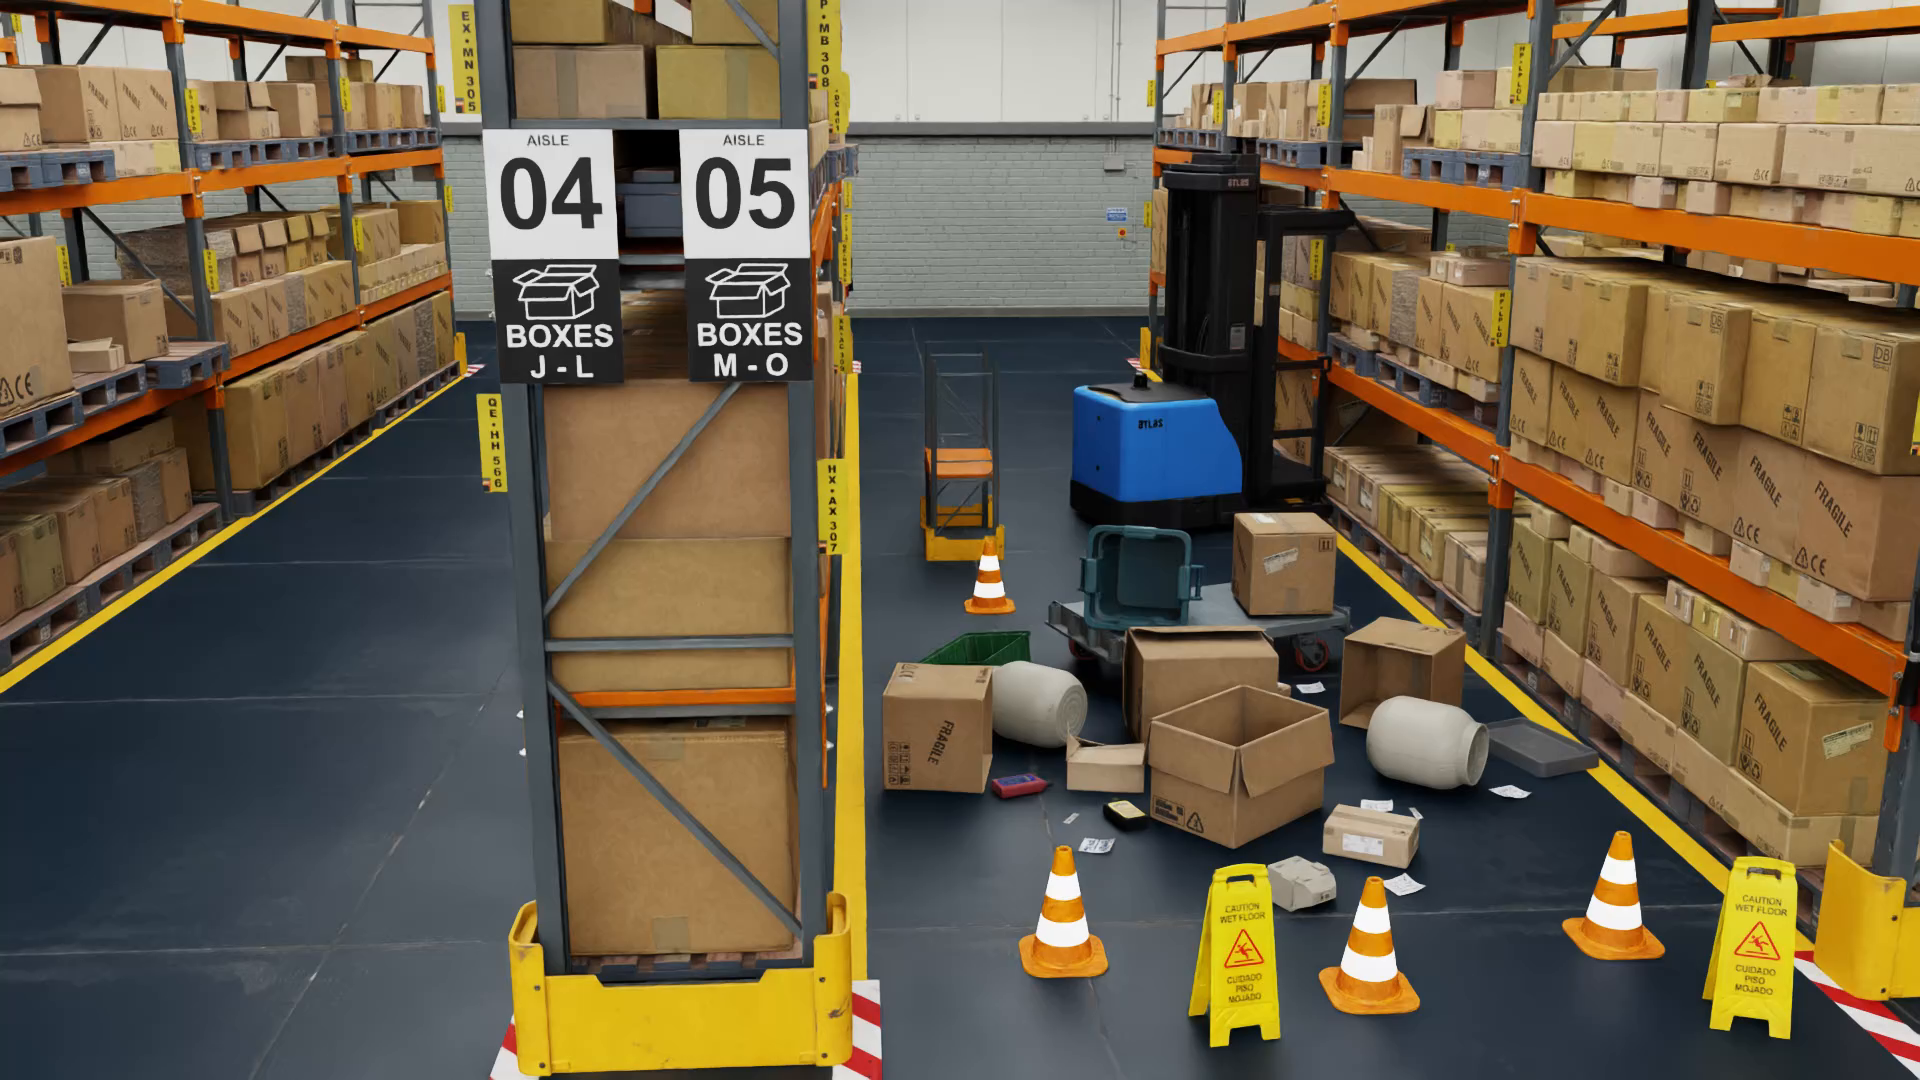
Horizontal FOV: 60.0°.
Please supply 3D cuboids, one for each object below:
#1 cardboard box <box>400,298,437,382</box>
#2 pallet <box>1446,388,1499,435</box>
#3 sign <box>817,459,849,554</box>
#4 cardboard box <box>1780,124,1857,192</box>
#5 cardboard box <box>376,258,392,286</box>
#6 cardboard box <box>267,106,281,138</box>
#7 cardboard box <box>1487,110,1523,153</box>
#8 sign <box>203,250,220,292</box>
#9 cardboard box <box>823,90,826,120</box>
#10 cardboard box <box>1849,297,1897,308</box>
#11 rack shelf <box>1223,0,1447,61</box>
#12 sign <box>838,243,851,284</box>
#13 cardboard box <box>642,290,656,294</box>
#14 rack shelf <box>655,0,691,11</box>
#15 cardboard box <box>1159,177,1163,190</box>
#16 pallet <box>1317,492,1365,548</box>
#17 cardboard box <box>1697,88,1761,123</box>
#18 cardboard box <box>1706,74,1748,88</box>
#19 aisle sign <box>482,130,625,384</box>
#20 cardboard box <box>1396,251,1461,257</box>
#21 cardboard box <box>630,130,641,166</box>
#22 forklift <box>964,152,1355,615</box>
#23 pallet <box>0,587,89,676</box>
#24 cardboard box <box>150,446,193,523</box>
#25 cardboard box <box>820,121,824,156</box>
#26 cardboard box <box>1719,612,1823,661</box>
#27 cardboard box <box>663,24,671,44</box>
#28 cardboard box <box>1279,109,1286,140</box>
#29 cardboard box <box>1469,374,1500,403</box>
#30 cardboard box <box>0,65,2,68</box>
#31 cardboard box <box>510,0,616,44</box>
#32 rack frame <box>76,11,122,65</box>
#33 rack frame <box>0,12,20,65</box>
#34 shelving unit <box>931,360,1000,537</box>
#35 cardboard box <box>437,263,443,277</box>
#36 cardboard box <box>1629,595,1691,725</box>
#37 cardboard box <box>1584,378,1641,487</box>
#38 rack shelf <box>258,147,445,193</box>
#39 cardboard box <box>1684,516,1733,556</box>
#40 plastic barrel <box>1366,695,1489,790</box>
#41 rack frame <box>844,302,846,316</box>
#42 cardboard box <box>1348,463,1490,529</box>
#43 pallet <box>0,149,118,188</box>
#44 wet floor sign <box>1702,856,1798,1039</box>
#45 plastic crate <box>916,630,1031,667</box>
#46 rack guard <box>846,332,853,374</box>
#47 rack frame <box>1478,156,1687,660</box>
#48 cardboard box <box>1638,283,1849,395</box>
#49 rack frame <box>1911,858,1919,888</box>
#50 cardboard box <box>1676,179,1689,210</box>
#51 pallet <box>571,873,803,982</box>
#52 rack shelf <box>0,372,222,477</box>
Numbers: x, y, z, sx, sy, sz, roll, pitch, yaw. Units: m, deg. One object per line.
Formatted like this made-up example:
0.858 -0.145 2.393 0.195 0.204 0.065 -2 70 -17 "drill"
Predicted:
-6.748 -2.364 19.614 0.875 0.875 0.875 -1 14 -3 "cardboard box"
3.808 -0.842 10.662 1.003 0.211 1.213 -1 14 -3 "pallet"
-0.422 -0.110 5.540 0.100 0.325 0.005 -1 14 -3 "sign"
3.641 -1.520 6.598 0.500 0.250 0.500 -1 14 -4 "cardboard box"
-6.469 -2.895 17.962 0.500 0.250 0.500 -1 14 -4 "cardboard box"
-6.698 -3.917 15.548 0.500 0.311 0.500 -1 14 -5 "cardboard box"
3.530 -2.469 10.039 0.500 0.250 0.500 -1 14 -5 "cardboard box"
-5.887 -2.117 13.070 0.100 0.325 0.005 -1 14 -3 "sign"
-0.906 -2.172 8.090 0.500 0.250 0.500 -1 14 -4 "cardboard box"
7.993 -2.054 14.650 0.380 0.149 0.250 -1 14 -2 "cardboard box"
3.339 -4.598 15.082 1.077 0.370 4.000 -1 14 -3 "rack shelf"
-0.918 -2.205 13.255 0.100 0.325 0.005 -1 14 -3 "sign"
-1.235 -1.144 8.984 0.875 0.550 0.550 -1 14 -3 "cardboard box"
-1.348 -3.501 10.821 1.077 0.370 4.000 -1 14 -3 "rack shelf"
2.713 -4.481 20.912 0.380 0.149 0.250 -1 14 -2 "cardboard box"
3.510 -0.192 13.349 1.003 0.211 1.213 -1 14 -3 "pallet"
3.514 -1.925 7.372 0.380 0.149 0.250 -1 14 -2 "cardboard box"
7.839 -4.657 17.117 0.396 0.266 0.258 -1 14 -4 "cardboard box"
-1.271 -0.883 5.219 0.394 0.787 0.004 -1 14 -3 "aisle sign"
3.768 -2.024 13.233 0.500 0.500 0.500 -1 14 -5 "cardboard box"
-1.366 -1.433 6.015 0.380 0.149 0.250 -1 14 -3 "cardboard box"
1.889 -1.410 12.625 4.859 2.935 2.543 -5 15 -20 "forklift"
-6.230 0.568 10.396 1.003 0.211 1.213 -1 14 -3 "pallet"
-6.367 -0.420 12.773 0.700 0.500 0.500 -2 15 -6 "cardboard box"
-0.772 -1.696 7.039 0.380 0.149 0.250 -1 14 -3 "cardboard box"
3.559 0.418 7.250 0.380 0.149 0.250 0 14 -2 "cardboard box"
-1.446 -2.135 7.147 0.380 0.149 0.250 -1 14 -4 "cardboard box"
3.028 -3.665 14.658 0.396 0.266 0.258 -1 14 -5 "cardboard box"
3.403 -0.948 10.351 0.380 0.149 0.250 -1 14 -3 "cardboard box"
-6.590 -2.955 11.268 0.500 0.500 0.500 -1 14 -5 "cardboard box"
-1.335 -1.693 5.428 0.380 0.149 0.250 -1 14 -3 "cardboard box"
-6.425 -4.489 12.415 0.949 2.616 0.053 -1 14 -3 "rack frame"
-11.867 -6.402 19.851 1.000 3.000 0.127 -1 14 -3 "rack frame"
0.007 -0.697 12.726 0.500 1.500 0.985 -1 14 -3 "shelving unit"
-6.555 -3.304 20.351 0.380 0.149 0.250 -1 14 -3 "cardboard box"
3.589 0.567 7.973 0.500 0.500 0.500 -1 14 -5 "cardboard box"
3.532 -0.571 8.429 0.500 0.500 0.500 -1 14 -4 "cardboard box"
-6.800 -4.180 18.678 1.077 0.370 4.000 -1 14 -3 "rack shelf"
3.573 -0.032 7.637 0.380 0.149 0.250 -1 14 -4 "cardboard box"
2.319 1.010 8.251 0.512 0.421 0.421 10 18 35 "plastic barrel"
-1.967 -3.625 21.095 1.000 3.000 0.127 -1 14 -3 "rack frame"
3.542 -0.344 12.773 0.950 0.372 0.625 -1 14 -5 "cardboard box"
-6.180 -2.364 10.551 1.213 0.211 1.003 -1 14 -3 "pallet"
2.902 1.457 6.070 0.267 0.644 0.232 4 15 16 "wet floor sign"
0.095 0.716 9.750 0.450 0.188 0.662 -4 11 28 "plastic crate"
-1.962 -2.396 21.333 1.175 0.500 0.348 -1 14 -3 "rack guard"
3.711 -0.742 9.891 1.000 3.000 0.127 -1 14 -3 "rack frame"
3.658 -0.925 7.798 0.700 0.500 0.500 -1 14 -4 "cardboard box"
3.962 0.253 6.025 0.949 2.616 0.053 -1 14 -3 "rack frame"
3.580 -1.608 7.739 0.380 0.149 0.250 -1 14 -3 "cardboard box"
-1.103 1.507 6.746 1.003 0.211 1.213 -1 14 -3 "pallet"
-6.304 -0.738 11.319 1.077 0.370 4.000 -1 14 -3 "rack shelf"
